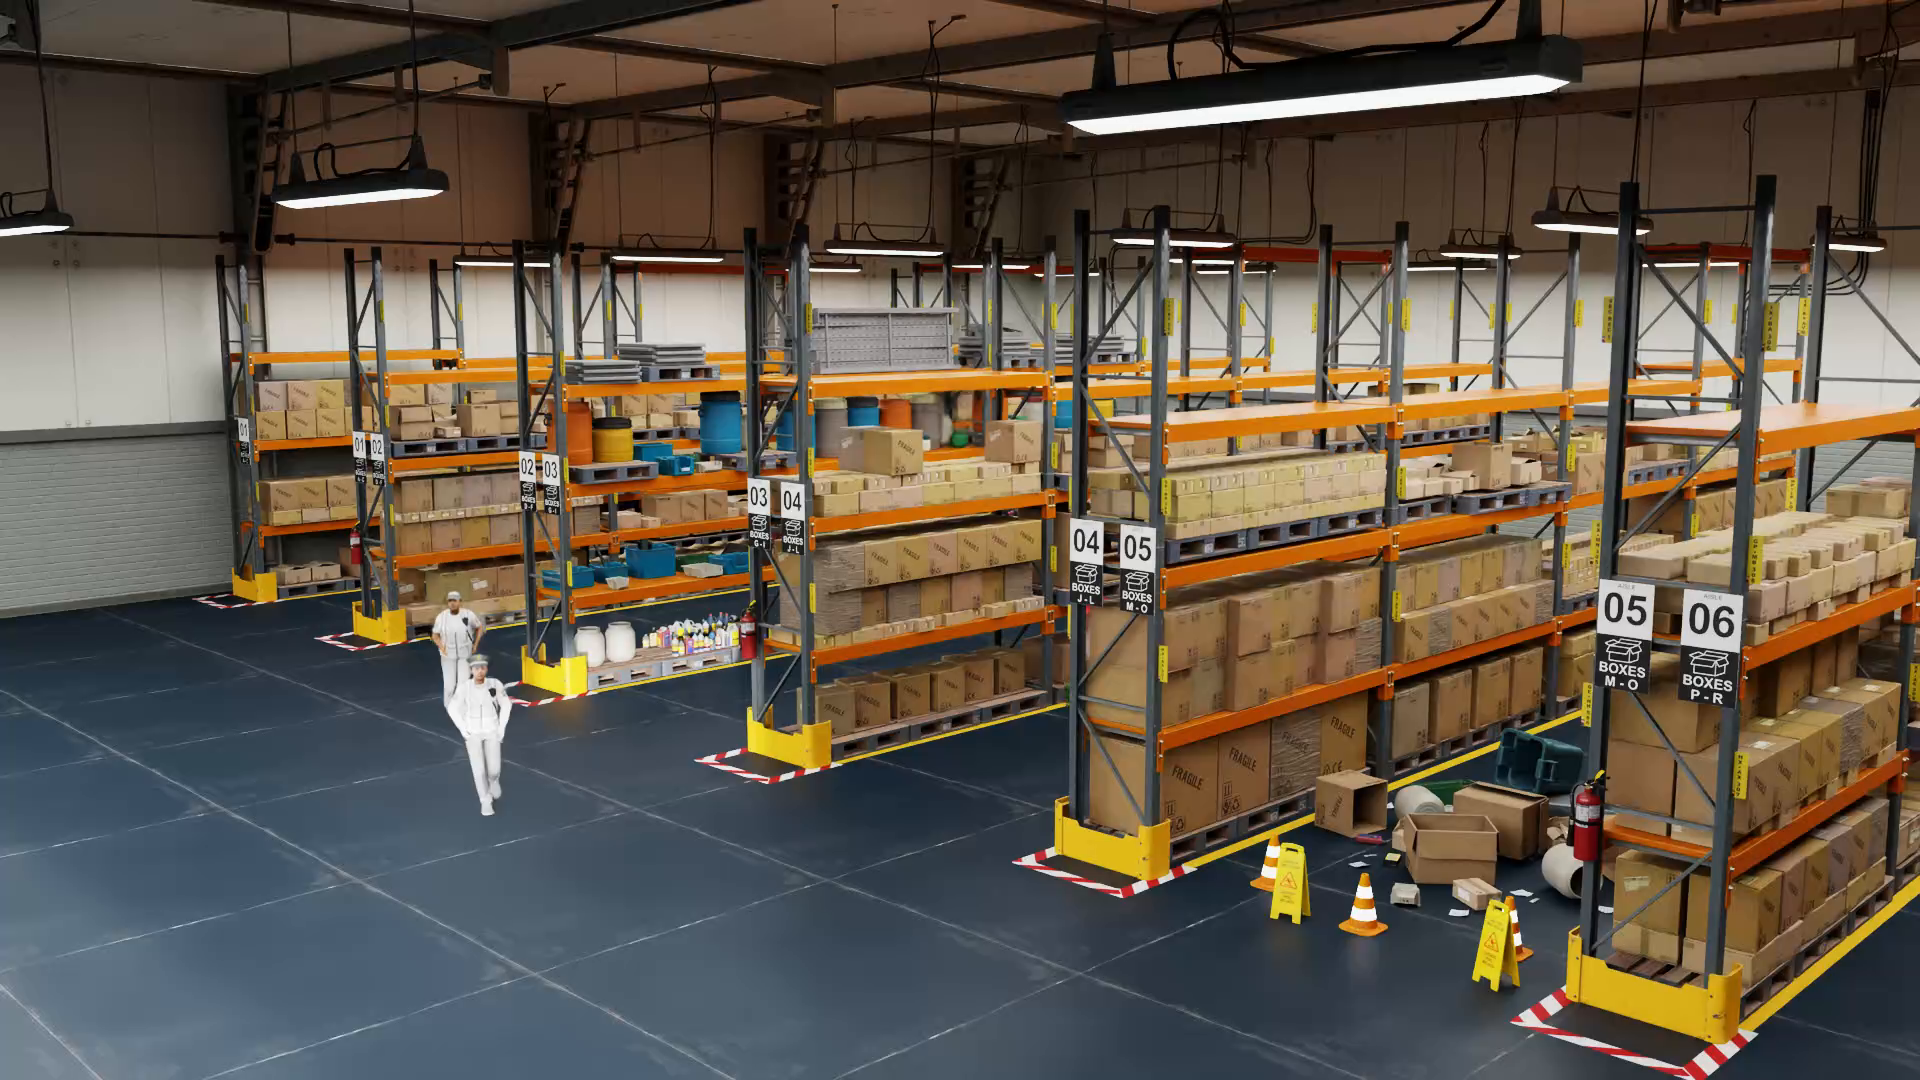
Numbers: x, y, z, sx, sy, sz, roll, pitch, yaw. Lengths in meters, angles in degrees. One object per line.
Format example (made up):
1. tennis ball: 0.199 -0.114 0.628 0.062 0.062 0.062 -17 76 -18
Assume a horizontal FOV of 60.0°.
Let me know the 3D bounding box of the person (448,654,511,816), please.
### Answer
1. person: -4.894 1.957 16.977 0.628 1.662 0.553 -2 8 -16

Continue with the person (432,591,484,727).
1. person: -6.242 1.446 20.710 0.614 1.664 0.760 -2 8 -13

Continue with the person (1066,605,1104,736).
1. person: 1.506 1.543 19.502 0.643 1.700 0.880 5 9 29
